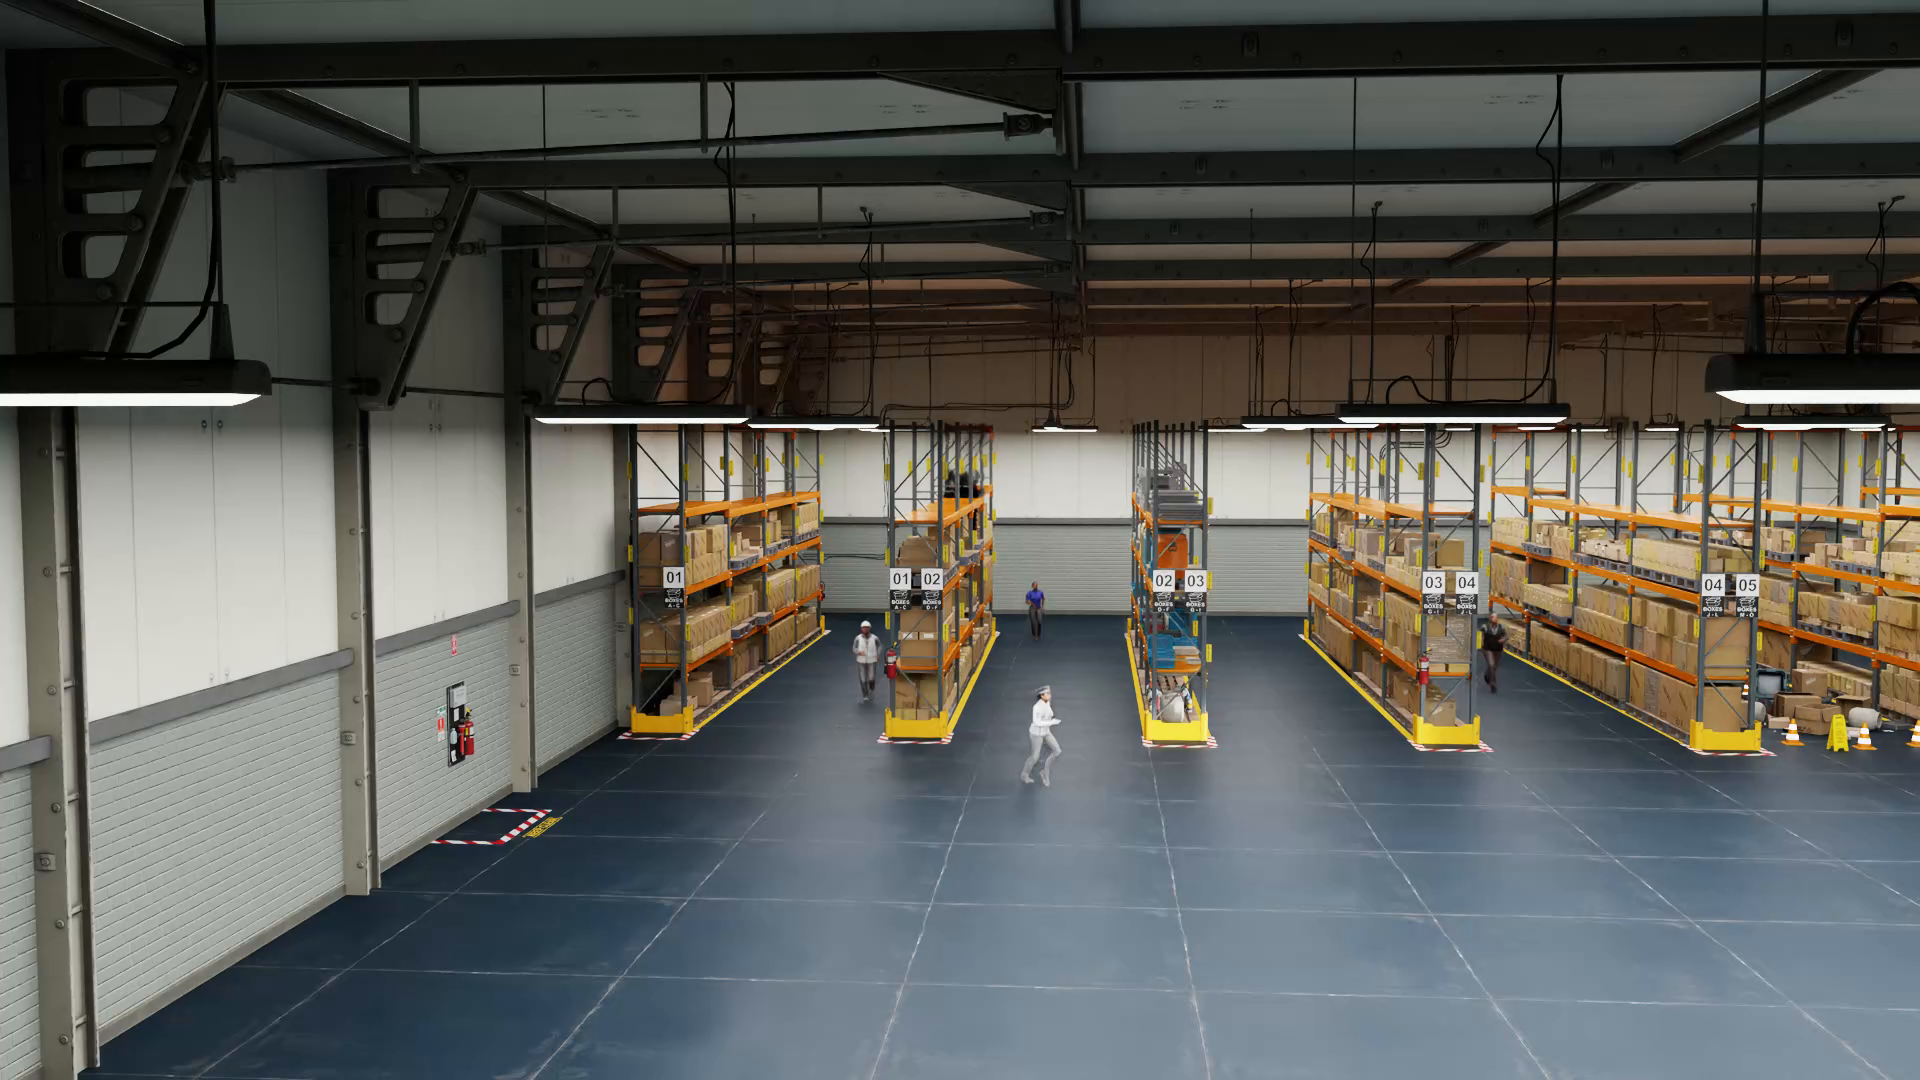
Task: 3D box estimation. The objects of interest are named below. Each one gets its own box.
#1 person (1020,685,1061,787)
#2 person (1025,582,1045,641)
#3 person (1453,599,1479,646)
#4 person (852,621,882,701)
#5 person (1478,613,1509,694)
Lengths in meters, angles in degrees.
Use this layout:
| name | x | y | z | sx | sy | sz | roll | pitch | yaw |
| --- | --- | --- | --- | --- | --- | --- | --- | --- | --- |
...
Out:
| name | x | y | z | sx | sy | sz | roll | pitch | yaw |
| --- | --- | --- | --- | --- | --- | --- | --- | --- | --- |
| person | 1.316 | 3.170 | 26.993 | 0.785 | 1.669 | 0.642 | 2 | 4 | 34 |
| person | 2.094 | 1.990 | 46.210 | 0.569 | 1.664 | 0.669 | 0 | 4 | -3 |
| person | 13.290 | 2.069 | 43.757 | 0.717 | 1.790 | 1.043 | 0 | 4 | 7 |
| person | -1.982 | 2.598 | 35.466 | 0.631 | 1.732 | 0.624 | 0 | 4 | -1 |
| person | 11.956 | 2.516 | 37.274 | 0.623 | 1.758 | 1.058 | 0 | 4 | -4 |
